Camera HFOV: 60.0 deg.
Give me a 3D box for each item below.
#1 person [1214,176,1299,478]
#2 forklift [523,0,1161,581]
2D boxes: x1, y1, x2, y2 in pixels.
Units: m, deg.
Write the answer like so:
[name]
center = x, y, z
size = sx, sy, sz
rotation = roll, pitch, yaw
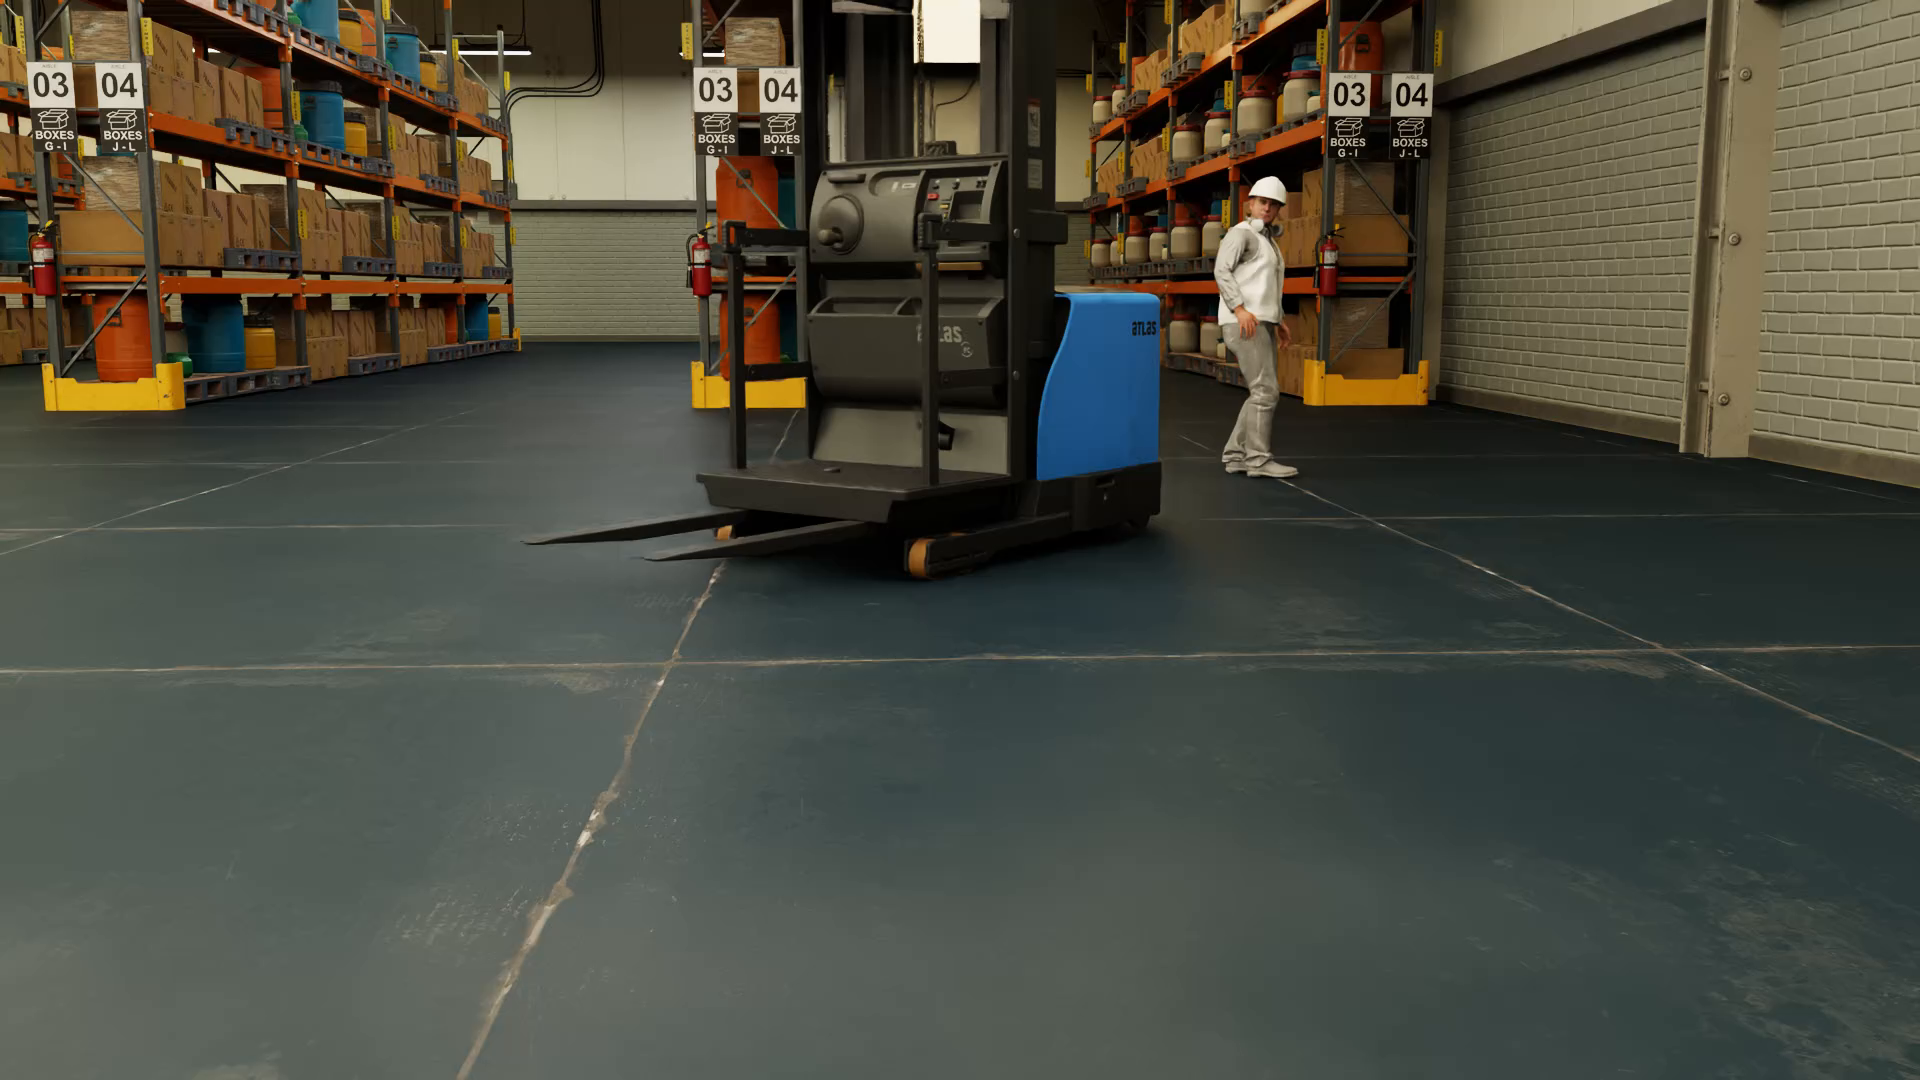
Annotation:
[person]
center = 1.808, -1.262, 9.849
size = 0.516, 1.754, 0.733
rotation = 4, 9, 23
[forklift]
center = -0.354, -1.374, 6.585
size = 1.130, 2.935, 3.031
rotation = 6, 10, 36
